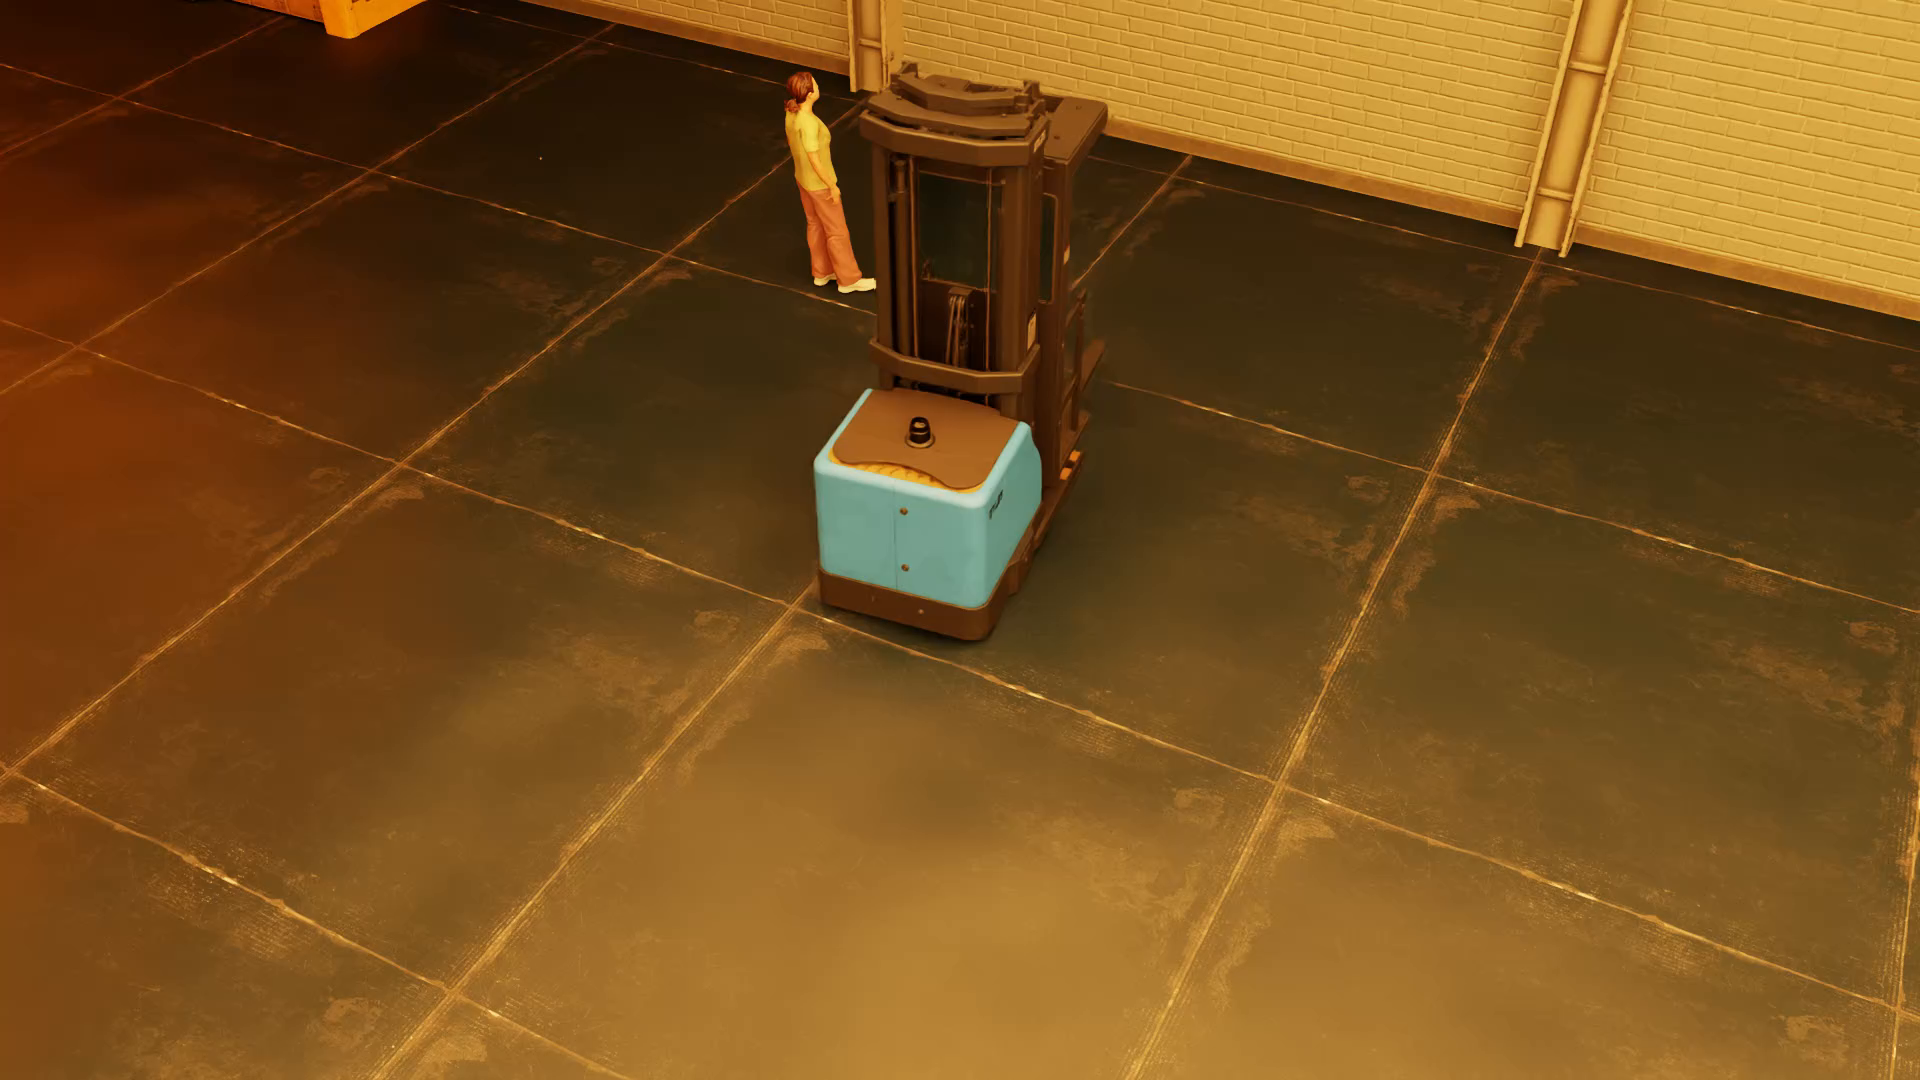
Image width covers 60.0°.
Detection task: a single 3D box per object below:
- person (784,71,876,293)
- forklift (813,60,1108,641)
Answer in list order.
[{"bbox_3d":[-0.969,-2.607,12.044,0.549,1.673,0.552,-19,44,-21],"label":"person"},{"bbox_3d":[0.169,-1.504,9.773,1.130,2.935,3.031,14,42,16],"label":"forklift"}]
